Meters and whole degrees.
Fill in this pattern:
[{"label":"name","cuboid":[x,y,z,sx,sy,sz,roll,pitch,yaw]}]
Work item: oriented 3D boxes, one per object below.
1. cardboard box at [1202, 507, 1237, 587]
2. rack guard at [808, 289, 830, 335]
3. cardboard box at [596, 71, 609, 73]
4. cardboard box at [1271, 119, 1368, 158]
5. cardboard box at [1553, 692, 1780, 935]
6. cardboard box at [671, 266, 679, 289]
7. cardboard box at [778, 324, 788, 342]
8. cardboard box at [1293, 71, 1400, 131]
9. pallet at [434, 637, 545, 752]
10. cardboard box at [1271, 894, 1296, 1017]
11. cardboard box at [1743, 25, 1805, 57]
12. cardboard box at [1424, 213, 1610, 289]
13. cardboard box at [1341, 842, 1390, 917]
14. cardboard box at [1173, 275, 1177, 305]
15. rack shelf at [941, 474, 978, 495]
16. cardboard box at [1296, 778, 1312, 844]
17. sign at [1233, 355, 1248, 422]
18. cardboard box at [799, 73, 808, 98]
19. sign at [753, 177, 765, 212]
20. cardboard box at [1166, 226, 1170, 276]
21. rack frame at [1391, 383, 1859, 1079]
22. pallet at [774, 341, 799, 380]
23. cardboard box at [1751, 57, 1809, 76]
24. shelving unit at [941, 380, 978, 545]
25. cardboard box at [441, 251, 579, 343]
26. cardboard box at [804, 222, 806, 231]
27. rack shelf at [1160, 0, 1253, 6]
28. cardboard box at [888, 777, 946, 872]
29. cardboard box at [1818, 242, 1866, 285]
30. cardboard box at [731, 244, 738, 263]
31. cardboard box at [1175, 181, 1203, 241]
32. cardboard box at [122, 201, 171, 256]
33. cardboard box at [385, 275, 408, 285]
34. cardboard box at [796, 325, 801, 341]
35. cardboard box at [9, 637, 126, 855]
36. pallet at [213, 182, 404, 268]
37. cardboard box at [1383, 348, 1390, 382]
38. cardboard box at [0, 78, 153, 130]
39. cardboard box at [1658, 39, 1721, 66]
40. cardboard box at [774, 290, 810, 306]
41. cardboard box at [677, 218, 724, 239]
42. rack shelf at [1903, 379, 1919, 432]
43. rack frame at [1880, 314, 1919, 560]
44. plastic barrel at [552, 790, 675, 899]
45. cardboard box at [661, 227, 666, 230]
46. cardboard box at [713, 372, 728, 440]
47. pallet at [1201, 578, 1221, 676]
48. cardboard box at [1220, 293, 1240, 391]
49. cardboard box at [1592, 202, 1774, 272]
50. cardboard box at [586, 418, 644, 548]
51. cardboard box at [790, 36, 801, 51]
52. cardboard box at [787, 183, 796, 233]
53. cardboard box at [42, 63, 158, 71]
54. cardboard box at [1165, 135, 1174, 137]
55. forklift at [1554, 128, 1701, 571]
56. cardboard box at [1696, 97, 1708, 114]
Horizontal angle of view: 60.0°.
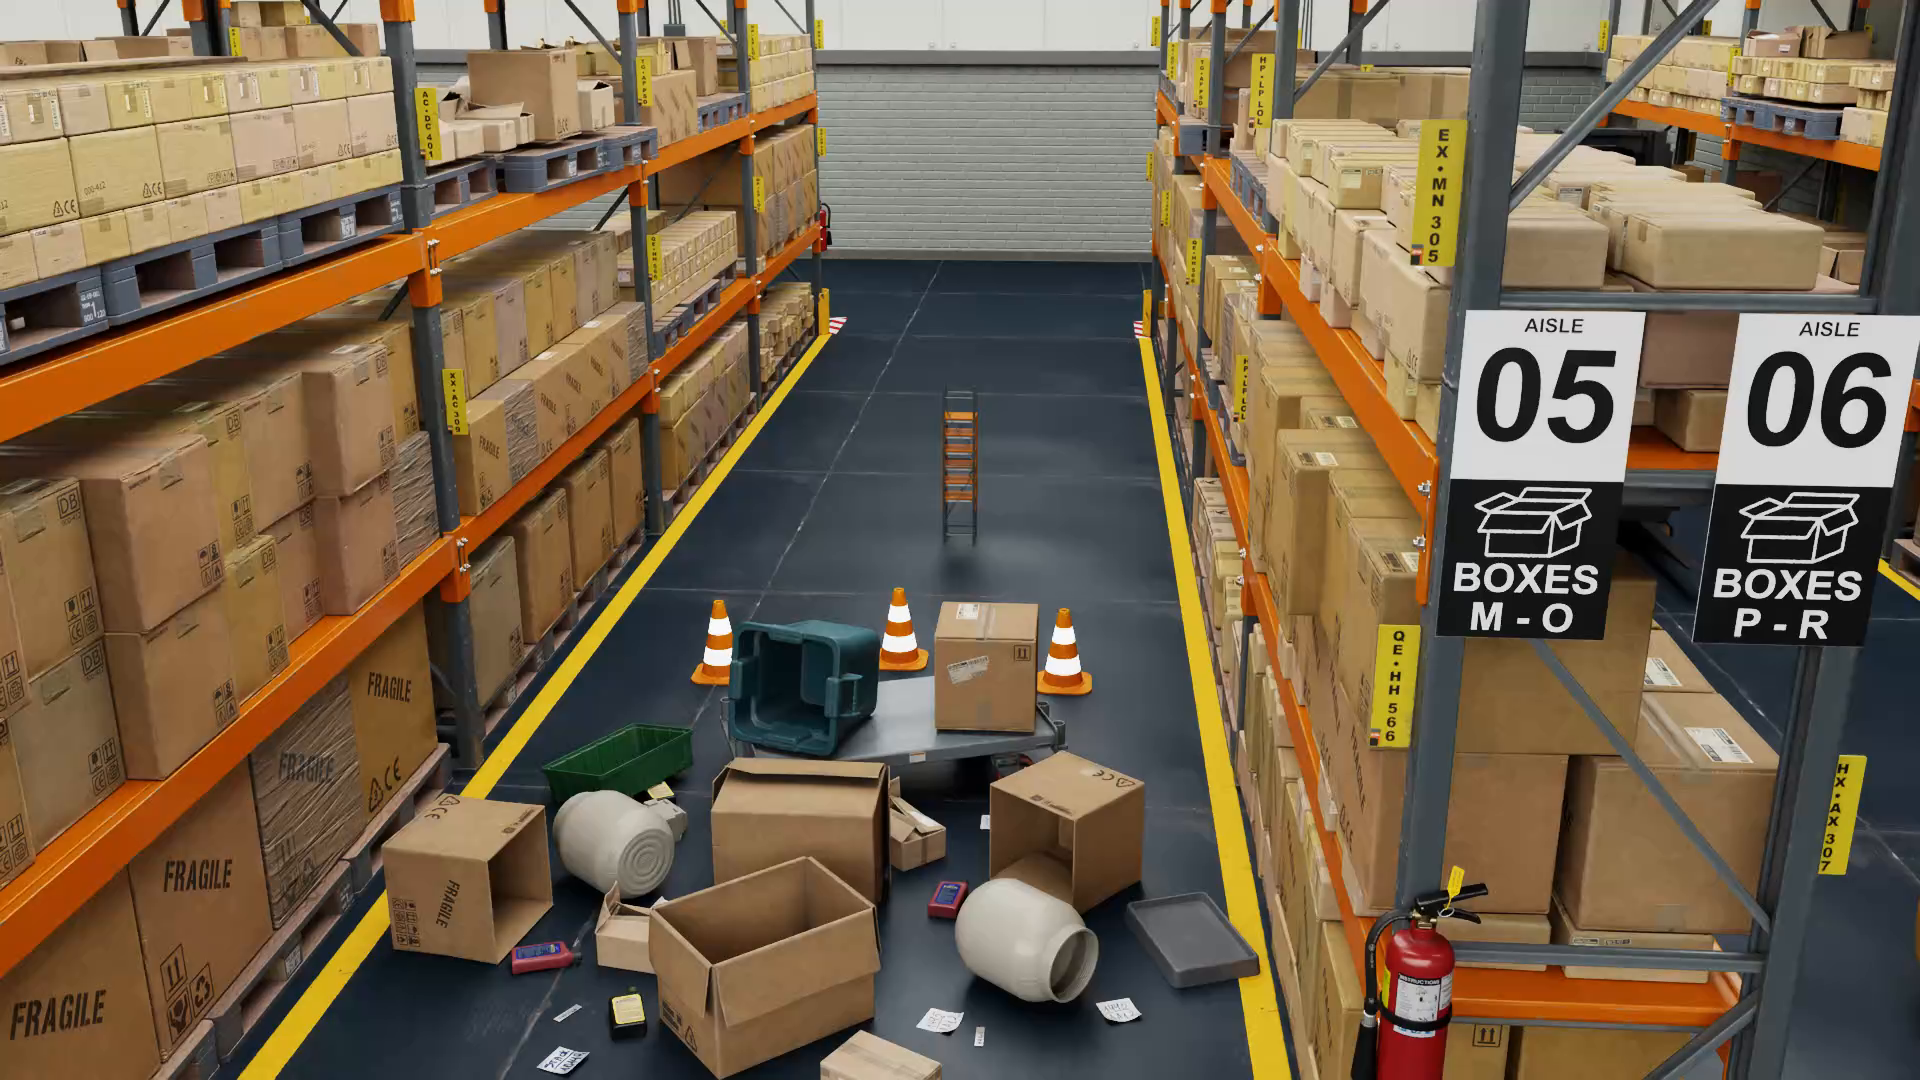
[{"label":"cardboard box","cuboid":[2.109,0.052,10.992,0.950,0.372,0.625,1,18,3]},{"label":"rack guard","cuboid":[-2.172,-2.754,20.024,1.175,0.500,0.348,1,18,4]},{"label":"cardboard box","cuboid":[-2.890,-3.447,13.149,0.500,0.500,0.500,1,18,4]},{"label":"cardboard box","cuboid":[1.569,-1.754,7.263,0.380,0.149,0.250,1,18,3]},{"label":"cardboard box","cuboid":[1.941,0.753,4.668,0.500,0.500,0.500,1,18,3]},{"label":"cardboard box","cuboid":[-2.454,-2.093,13.246,0.380,0.149,0.250,1,18,4]},{"label":"cardboard box","cuboid":[-2.051,-2.217,17.799,0.380,0.149,0.250,1,18,3]},{"label":"cardboard box","cuboid":[1.832,-2.133,8.062,0.500,0.250,0.500,2,18,5]},{"label":"pallet","cuboid":[-3.047,0.846,9.504,1.003,0.211,1.213,1,18,4]},{"label":"cardboard box","cuboid":[1.497,1.610,6.434,0.500,0.250,0.500,1,18,2]},{"label":"cardboard box","cuboid":[7.072,-4.340,14.458,0.396,0.266,0.258,1,18,3]},{"label":"cardboard box","cuboid":[1.361,-0.713,4.089,0.380,0.149,0.250,1,18,4]},{"label":"cardboard box","cuboid":[1.352,1.000,4.956,0.380,0.149,0.250,1,18,3]},{"label":"cardboard box","cuboid":[2.108,-2.122,14.323,0.500,0.250,0.500,1,18,3]},{"label":"rack shelf","cuboid":[-0.001,-0.409,12.274,0.258,0.103,0.180,1,18,4]},{"label":"cardboard box","cuboid":[1.429,0.996,6.062,0.380,0.149,0.250,2,18,6]},{"label":"sign","cuboid":[1.364,-0.721,7.946,0.100,0.325,0.005,1,18,4]},{"label":"cardboard box","cuboid":[-1.965,-5.014,18.330,0.500,0.250,0.500,1,18,4]},{"label":"sign","cuboid":[-1.900,-3.262,15.701,0.100,0.325,0.005,1,18,4]},{"label":"cardboard box","cuboid":[2.269,-2.841,16.116,0.500,0.500,0.500,1,18,4]},{"label":"rack frame","cuboid":[1.631,1.083,4.300,1.000,3.000,0.127,1,18,4]},{"label":"pallet","cuboid":[-2.356,-1.987,18.148,1.003,0.211,1.213,1,18,4]},{"label":"cardboard box","cuboid":[7.035,-4.061,14.273,0.380,0.149,0.250,2,18,5]},{"label":"shelving unit","cuboid":[-0.001,-0.566,12.222,0.258,1.200,0.189,1,18,4]},{"label":"cardboard box","cuboid":[-2.852,-1.548,10.562,0.700,0.500,0.500,1,18,3]},{"label":"cardboard box","cuboid":[-1.966,-3.584,18.946,0.380,0.149,0.250,1,18,3]},{"label":"rack shelf","cuboid":[2.635,-5.584,16.810,1.077,0.370,4.000,1,18,4]},{"label":"cardboard box","cuboid":[-0.282,1.345,7.891,0.258,0.266,0.396,-13,22,-34]},{"label":"cardboard box","cuboid":[7.088,-2.052,13.026,0.797,0.503,0.637,1,18,3]},{"label":"cardboard box","cuboid":[-2.284,-2.675,15.499,0.380,0.149,0.250,1,18,3]},{"label":"cardboard box","cuboid":[2.164,-2.878,14.621,0.500,0.500,0.500,1,18,4]},{"label":"cardboard box","cuboid":[-2.879,-1.040,5.532,0.380,0.149,0.250,1,18,4]},{"label":"cardboard box","cuboid":[-7.073,-3.097,19.794,0.875,0.875,0.875,1,18,4]},{"label":"cardboard box","cuboid":[-1.979,-2.322,18.596,0.380,0.149,0.250,0,18,1]},{"label":"cardboard box","cuboid":[-3.315,0.645,5.396,0.875,0.550,0.550,1,18,4]},{"label":"pallet","cuboid":[-3.096,-1.368,7.105,1.003,0.211,1.213,1,18,4]},{"label":"cardboard box","cuboid":[1.416,-0.500,4.717,0.380,0.149,0.250,2,18,6]},{"label":"cardboard box","cuboid":[-2.880,-1.419,5.408,0.380,0.149,0.250,1,18,3]},{"label":"cardboard box","cuboid":[7.343,-4.905,16.718,0.500,0.250,0.500,2,18,5]},{"label":"cardboard box","cuboid":[-1.919,-2.763,18.985,0.380,0.149,0.250,1,18,3]},{"label":"cardboard box","cuboid":[-2.326,-2.793,14.903,0.380,0.149,0.250,1,18,2]},{"label":"rack shelf","cuboid":[7.012,-0.329,9.764,1.077,0.370,4.000,1,18,4]},{"label":"rack frame","cuboid":[7.156,-1.292,11.548,1.000,3.000,0.127,1,18,4]},{"label":"plastic barrel","cuboid":[-1.578,1.373,7.554,0.512,0.421,0.421,17,25,41]},{"label":"cardboard box","cuboid":[-2.940,-2.832,15.501,0.380,0.149,0.250,2,18,5]},{"label":"cardboard box","cuboid":[-2.333,-1.181,14.549,0.500,0.500,0.500,1,18,3]},{"label":"pallet","cuboid":[2.057,0.544,10.423,1.003,0.211,1.213,1,18,4]},{"label":"cardboard box","cuboid":[1.836,-1.173,9.873,0.500,0.500,0.500,1,18,2]},{"label":"cardboard box","cuboid":[1.862,-0.786,4.311,0.380,0.149,0.250,1,18,4]},{"label":"cardboard box","cuboid":[-2.874,-0.424,11.838,1.050,0.750,0.750,1,18,3]},{"label":"cardboard box","cuboid":[-1.941,-5.398,18.060,0.380,0.149,0.250,2,18,5]},{"label":"cardboard box","cuboid":[-2.057,-3.537,17.761,0.500,0.500,0.500,2,18,7]},{"label":"cardboard box","cuboid":[-3.446,-1.828,6.655,0.380,0.149,0.250,1,18,3]},{"label":"cardboard box","cuboid":[2.369,-4.210,17.647,0.380,0.149,0.250,1,18,4]},{"label":"forklift","cuboid":[4.712,-1.460,12.172,1.130,2.935,3.031,1,18,4]},{"label":"cardboard box","cuboid":[7.222,-4.118,15.758,0.380,0.149,0.250,2,18,6]}]
